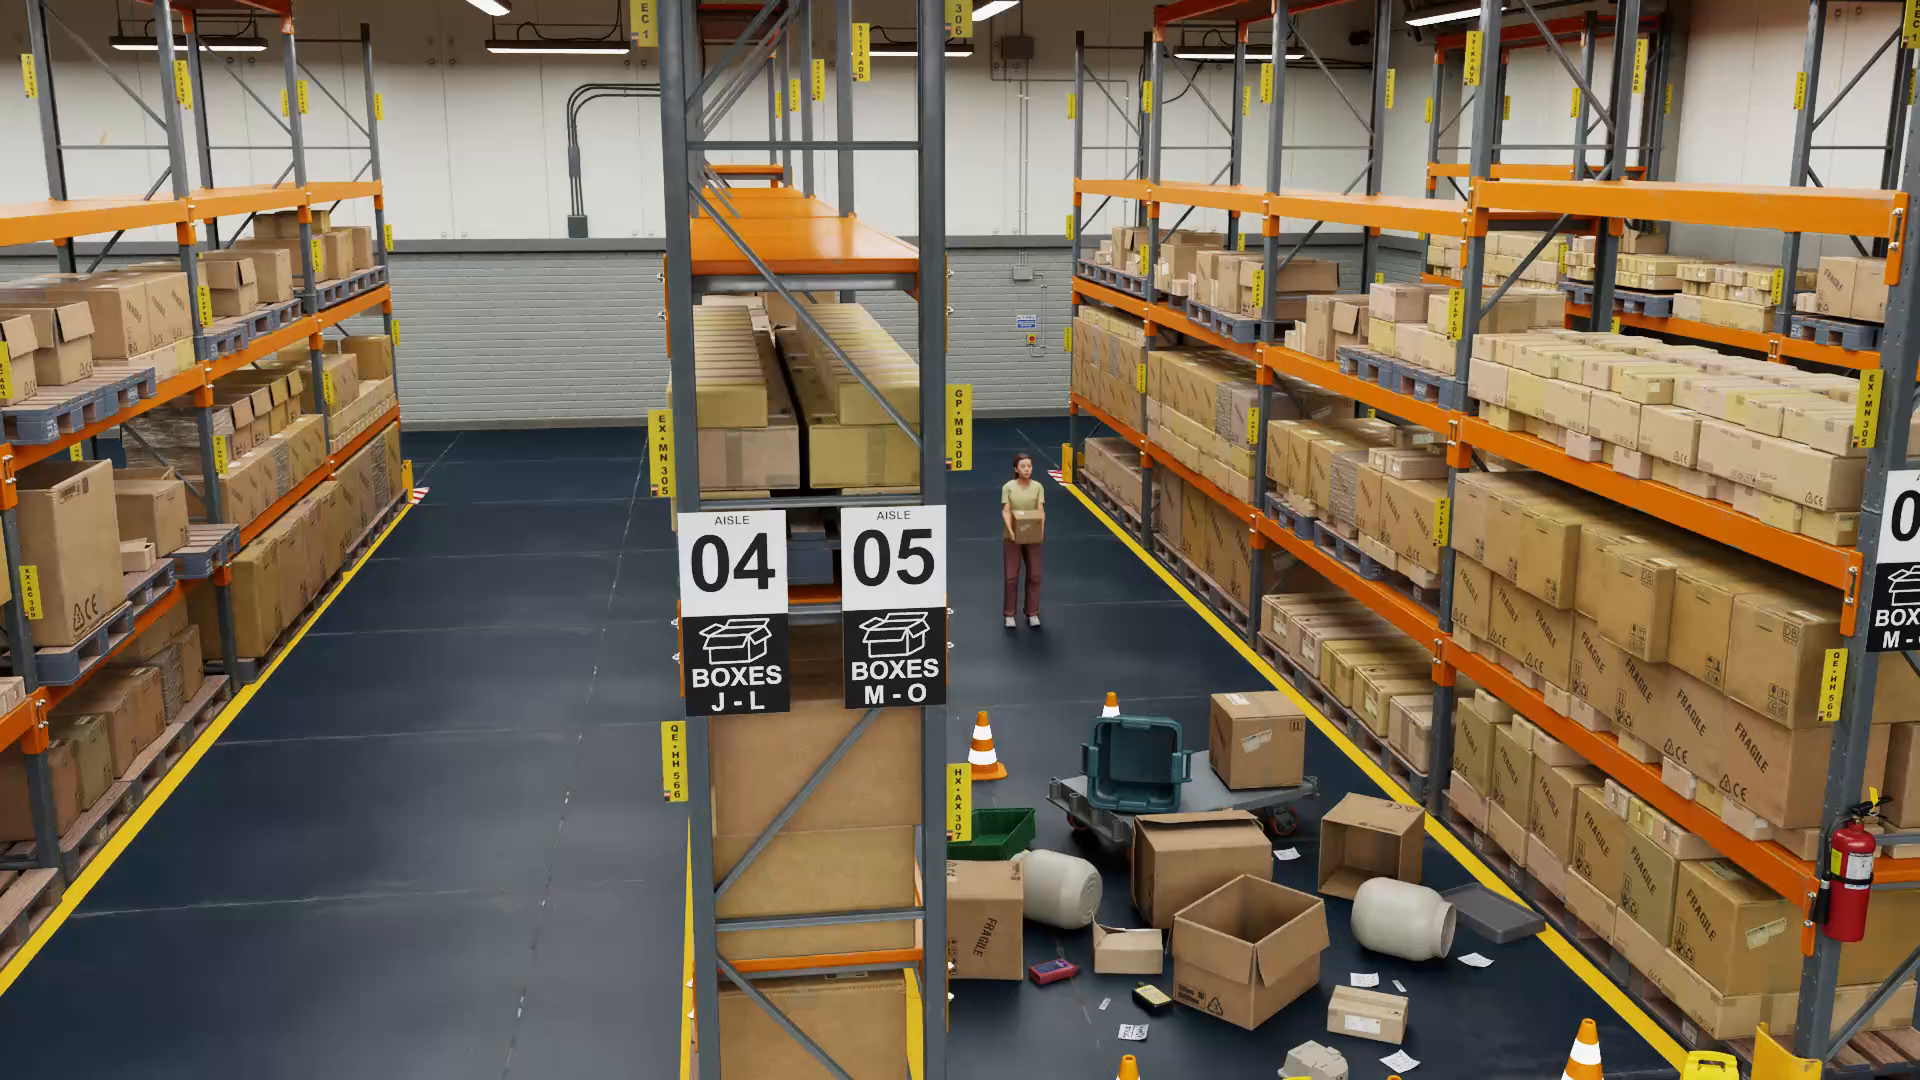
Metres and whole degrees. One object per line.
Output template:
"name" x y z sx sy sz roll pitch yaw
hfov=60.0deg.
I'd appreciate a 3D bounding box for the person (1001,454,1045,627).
"person" 0.613 0.011 15.967 0.426 1.662 0.554 -2 13 -8
